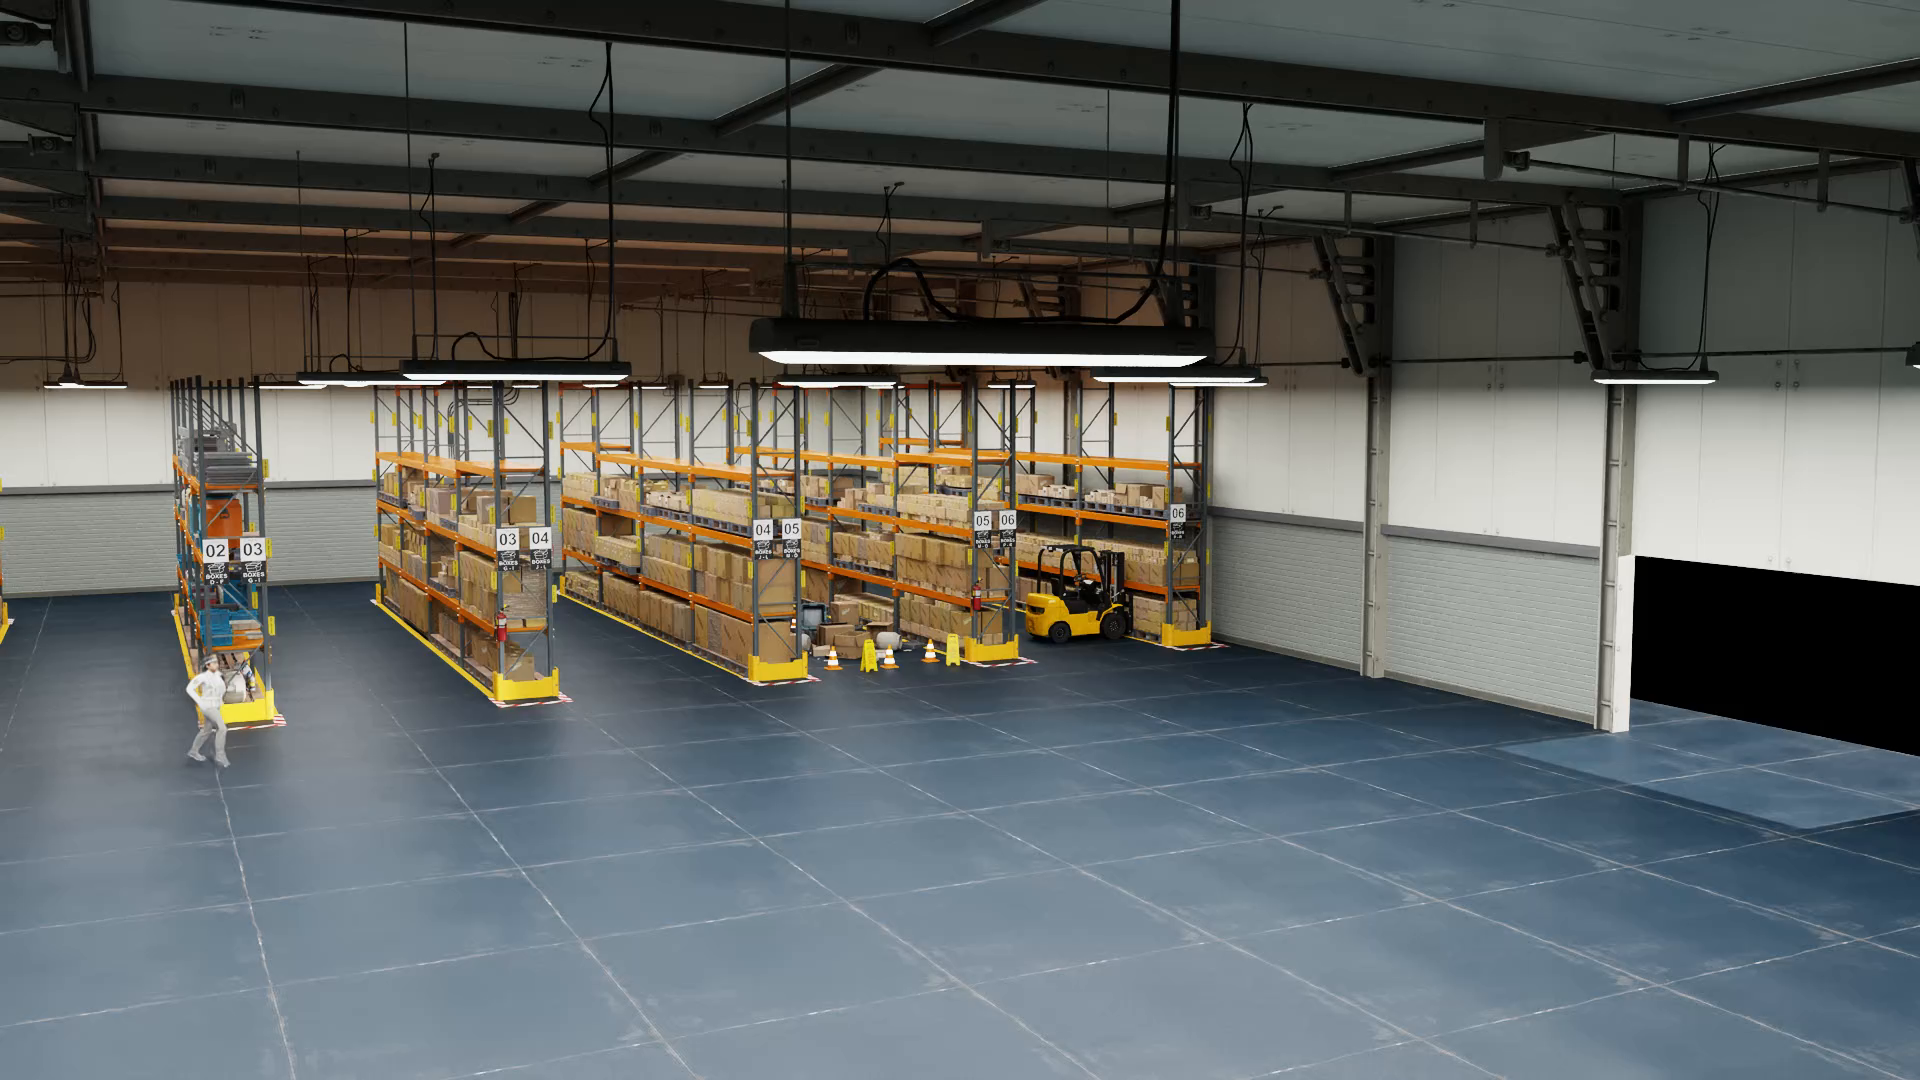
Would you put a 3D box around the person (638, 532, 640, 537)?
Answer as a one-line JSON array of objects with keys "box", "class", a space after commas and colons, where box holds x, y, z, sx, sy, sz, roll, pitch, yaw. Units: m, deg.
[{"box": [-9.207, 0.625, 47.596, 0.662, 1.804, 0.711, -4, 6, -37], "class": "person"}]

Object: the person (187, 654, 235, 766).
[{"box": [-11.535, 2.618, 25.599, 0.755, 1.761, 0.581, 0, 5, 4], "class": "person"}]

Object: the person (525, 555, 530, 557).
[{"box": [-12.203, 0.795, 46.159, 0.713, 1.658, 0.540, -1, 5, -9], "class": "person"}]
